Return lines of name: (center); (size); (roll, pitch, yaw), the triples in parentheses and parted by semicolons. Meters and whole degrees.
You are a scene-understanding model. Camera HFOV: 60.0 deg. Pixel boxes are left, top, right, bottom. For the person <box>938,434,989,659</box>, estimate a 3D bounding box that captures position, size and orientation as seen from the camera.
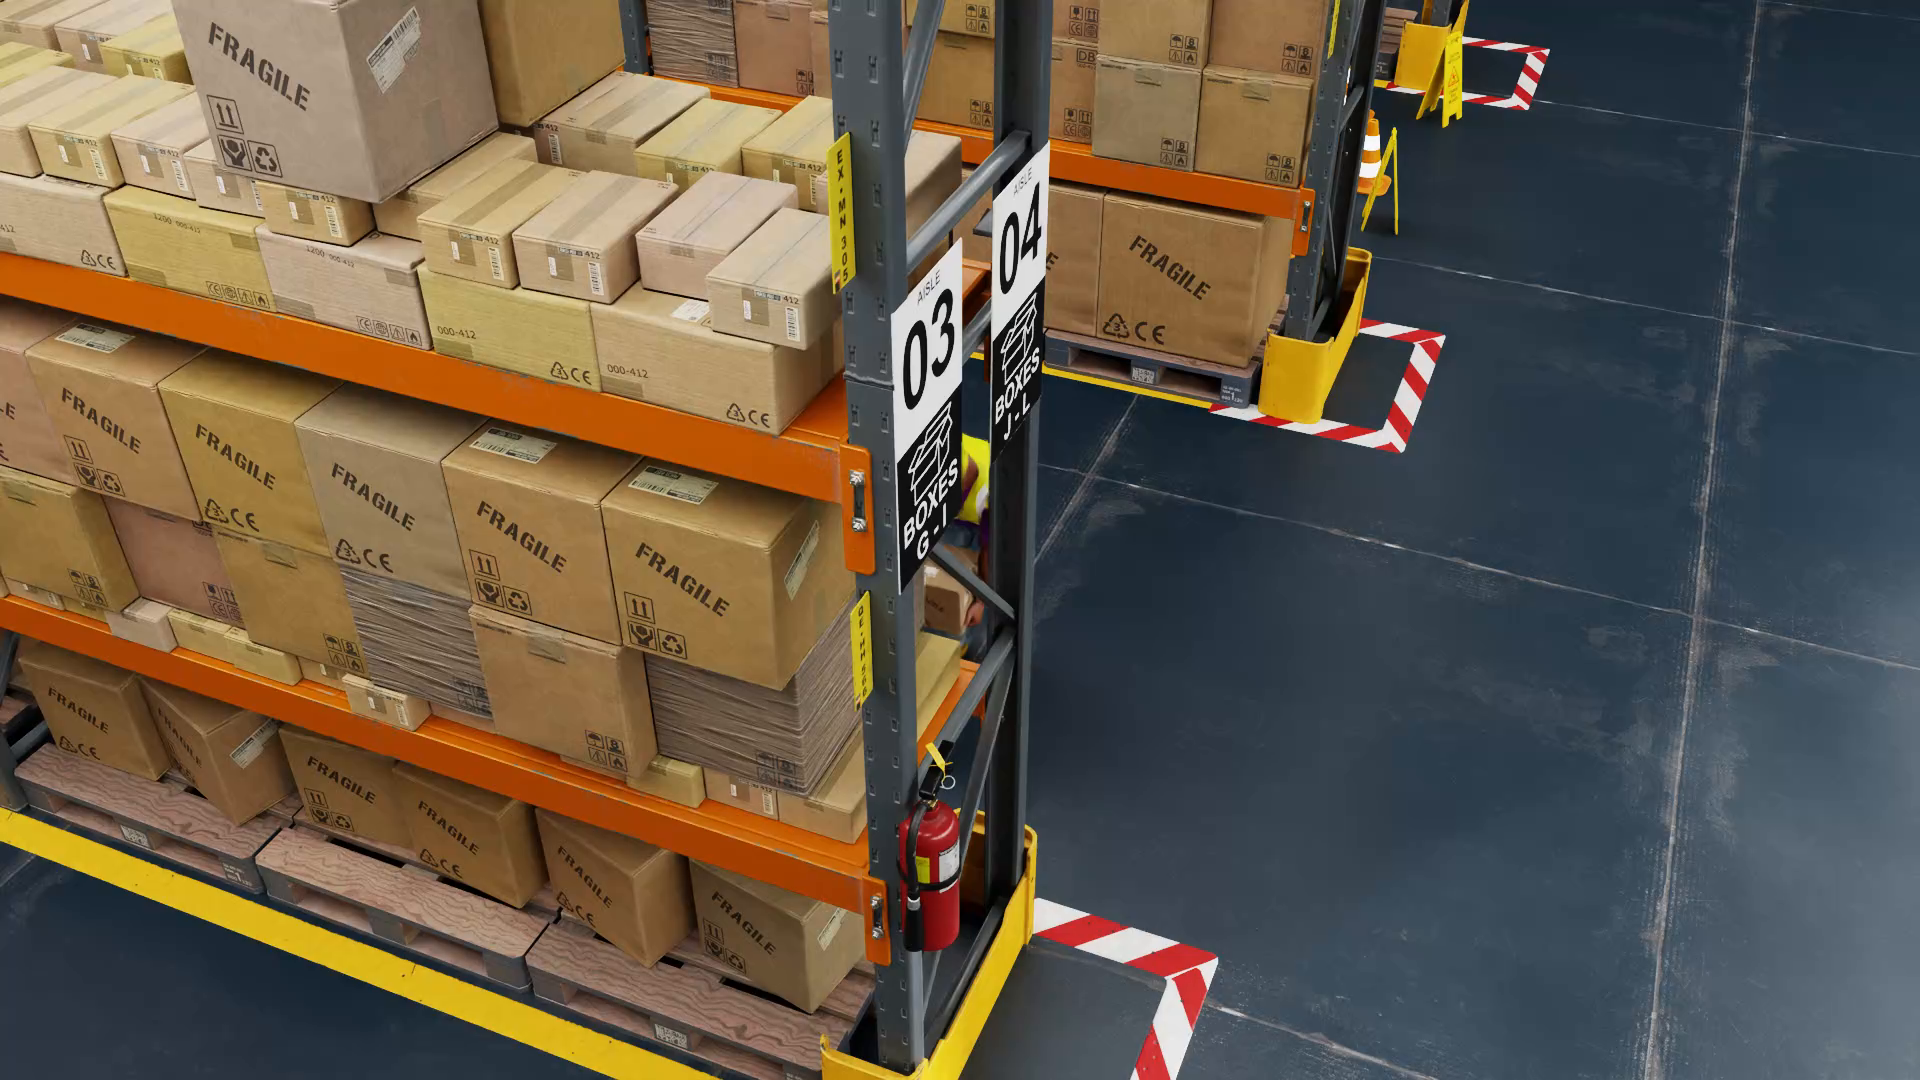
person: (0.018, 0.064, 6.899); (0.488, 1.542, 0.802); (13, 39, 17)
